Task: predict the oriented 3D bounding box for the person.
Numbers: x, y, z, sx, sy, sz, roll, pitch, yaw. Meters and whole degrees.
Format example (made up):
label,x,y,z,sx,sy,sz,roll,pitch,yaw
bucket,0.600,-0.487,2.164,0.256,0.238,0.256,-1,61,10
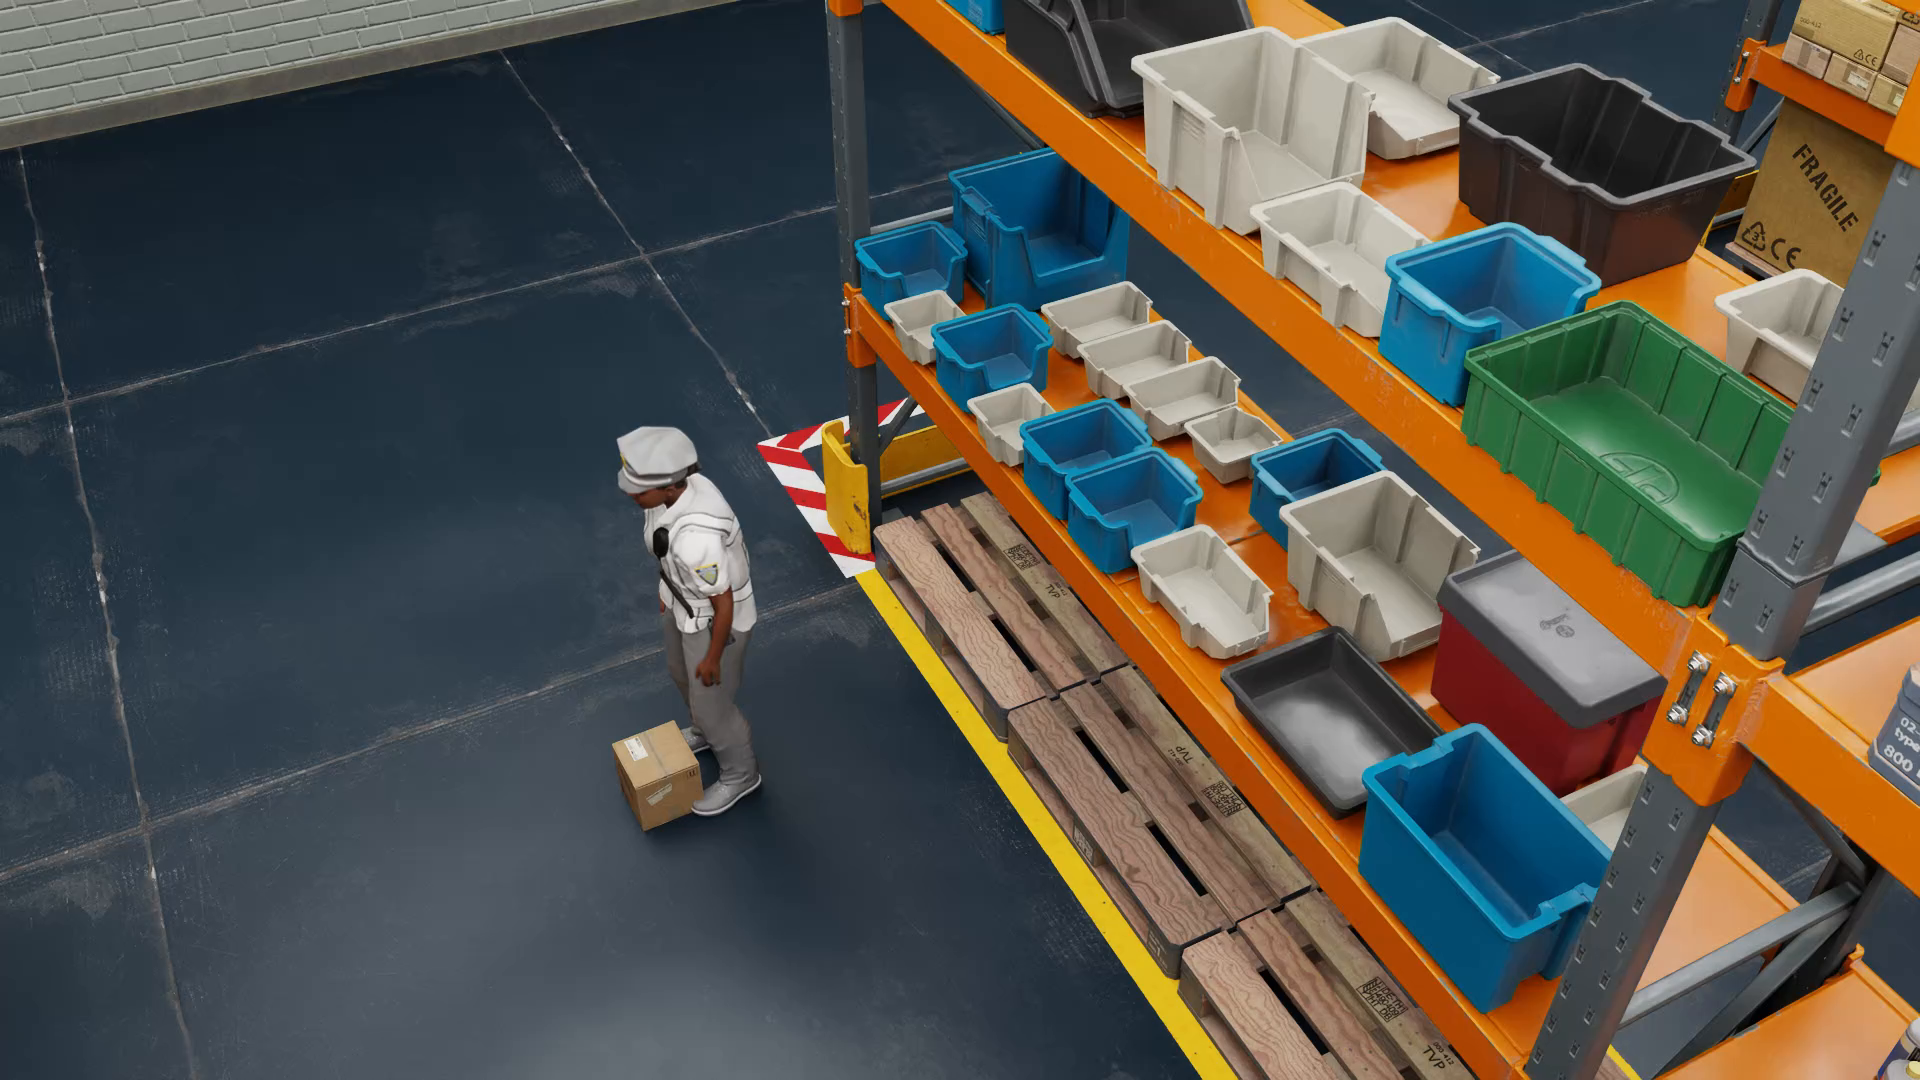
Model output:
label,x,y,z,sx,sy,sz,roll,pitch,yaw
person,-0.931,0.278,5.886,0.393,1.660,0.507,-19,45,-20
